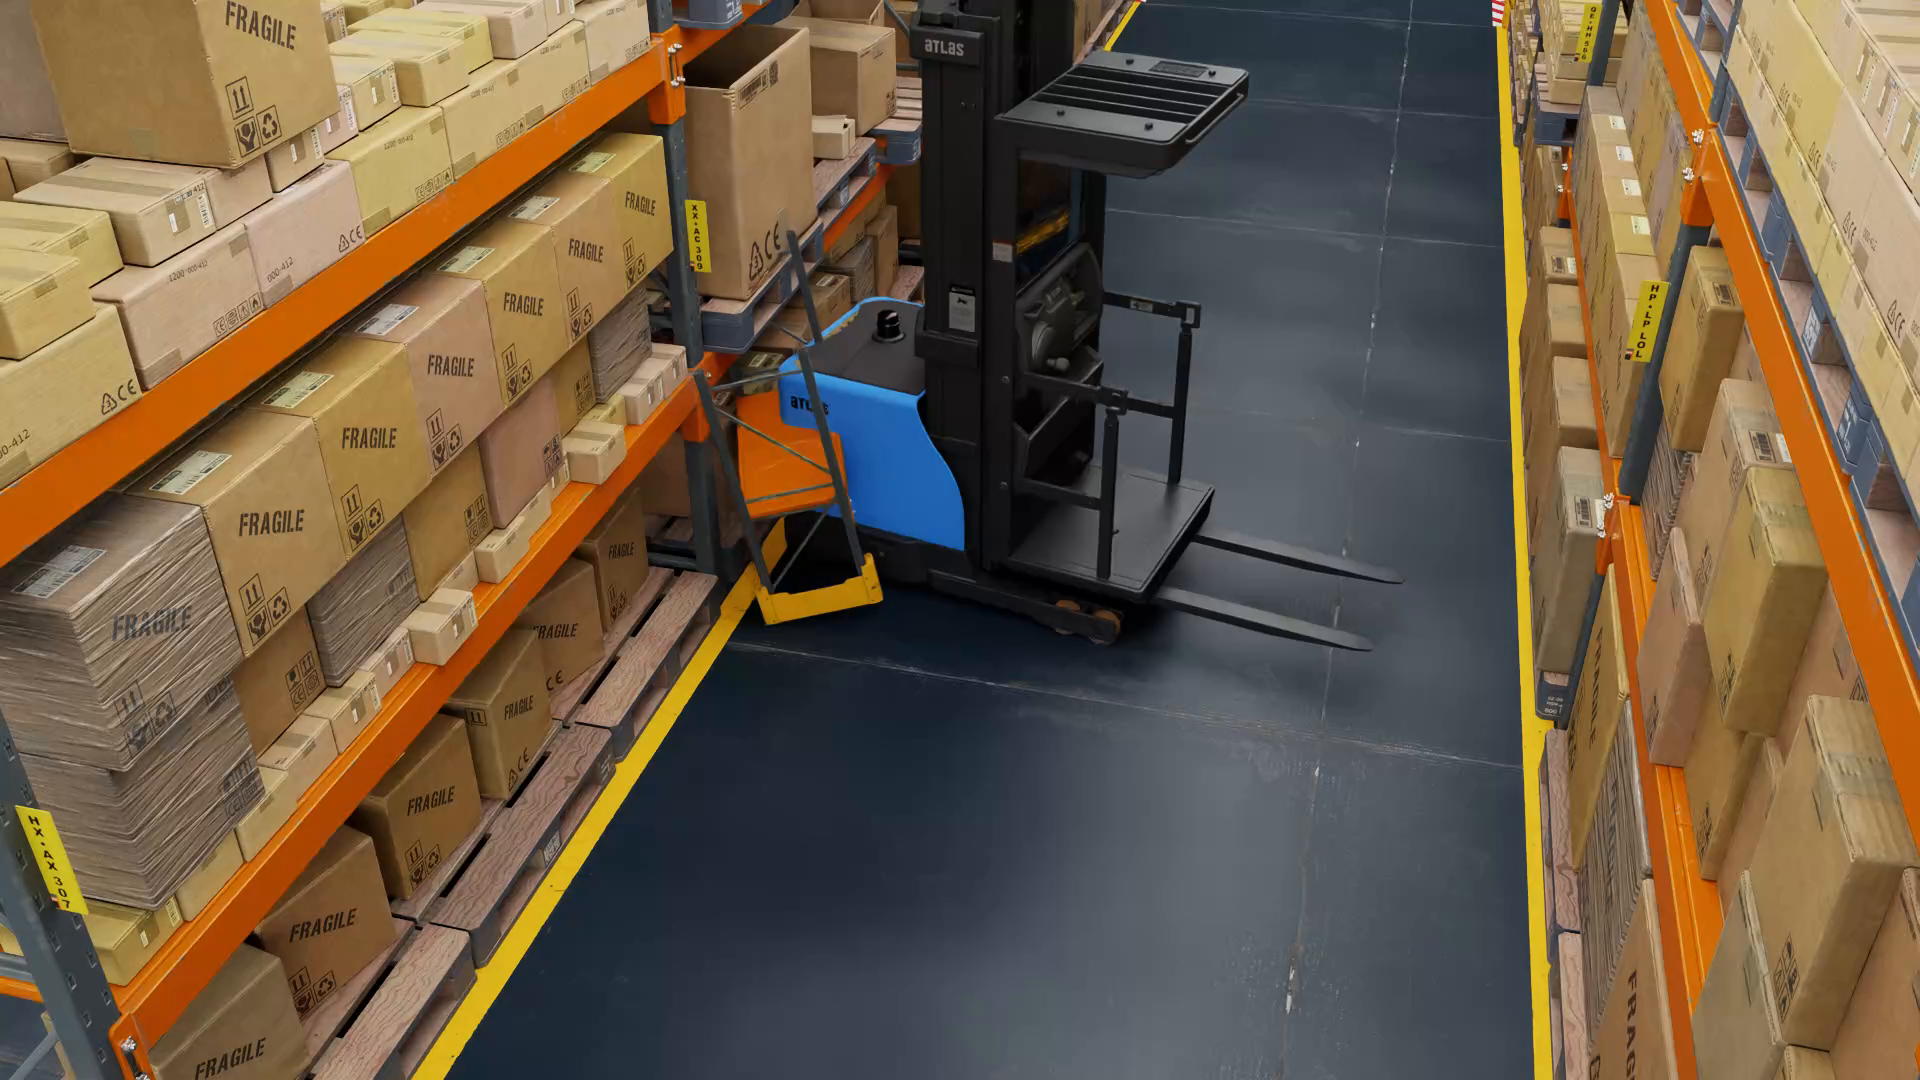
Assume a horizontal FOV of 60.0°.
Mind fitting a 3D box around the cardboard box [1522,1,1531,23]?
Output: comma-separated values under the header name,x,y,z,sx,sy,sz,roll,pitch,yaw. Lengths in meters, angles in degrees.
name,x,y,z,sx,sy,sz,roll,pitch,yaw
cardboard box,5.374,-4.835,15.272,0.380,0.149,0.250,9,33,13

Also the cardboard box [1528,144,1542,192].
name,x,y,z,sx,sy,sz,roll,pitch,yaw
cardboard box,4.439,-2.672,12.096,0.500,0.500,0.500,9,33,13

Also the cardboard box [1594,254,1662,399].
name,x,y,z,sx,sy,sz,roll,pitch,yaw
cardboard box,3.107,-0.906,7.286,0.500,0.500,0.500,8,33,12

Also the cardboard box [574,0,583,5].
name,x,y,z,sx,sy,sz,roll,pitch,yaw
cardboard box,-1.626,-2.059,6.165,0.380,0.149,0.250,8,33,13

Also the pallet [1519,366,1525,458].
name,x,y,z,sx,sy,sz,roll,pitch,yaw
pallet,3.847,-0.795,9.803,1.003,0.211,1.213,8,33,12

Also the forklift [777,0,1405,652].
name,x,y,z,sx,sy,sz,roll,pitch,yaw
forklift,0.649,-1.061,7.686,3.031,2.935,1.130,15,35,22

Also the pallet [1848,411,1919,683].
name,x,y,z,sx,sy,sz,roll,pitch,yaw
pallet,2.268,0.166,2.979,1.003,0.211,1.213,8,33,12

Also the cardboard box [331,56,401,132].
name,x,y,z,sx,sy,sz,roll,pitch,yaw
cardboard box,-1.953,-1.373,5.085,0.380,0.149,0.250,7,33,11

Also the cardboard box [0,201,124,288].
name,x,y,z,sx,sy,sz,roll,pitch,yaw
cardboard box,-2.284,-0.698,4.024,0.380,0.149,0.250,7,33,12

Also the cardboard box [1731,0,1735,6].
name,x,y,z,sx,sy,sz,roll,pitch,yaw
cardboard box,3.130,-2.105,6.124,0.500,0.250,0.500,8,33,13

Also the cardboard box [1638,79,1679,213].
name,x,y,z,sx,sy,sz,roll,pitch,yaw
cardboard box,3.612,-1.808,7.773,0.700,0.500,0.500,8,33,12

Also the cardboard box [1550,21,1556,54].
name,x,y,z,sx,sy,sz,roll,pitch,yaw
cardboard box,3.935,-3.161,10.492,0.380,0.149,0.250,9,33,14

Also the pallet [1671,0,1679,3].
name,x,y,z,sx,sy,sz,roll,pitch,yaw
pallet,3.727,-2.634,7.478,1.003,0.211,1.213,10,34,15

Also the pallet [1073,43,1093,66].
name,x,y,z,sx,sy,sz,roll,pitch,yaw
pallet,0.632,-4.381,15.444,1.003,0.211,1.213,8,33,12

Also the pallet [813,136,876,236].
name,x,y,z,sx,sy,sz,roll,pitch,yaw
pallet,-1.115,-1.984,9.254,1.003,0.211,1.213,8,33,12

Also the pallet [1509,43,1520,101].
name,x,y,z,sx,sy,sz,roll,pitch,yaw
pallet,5.579,-4.257,15.250,1.003,0.211,1.213,8,33,12

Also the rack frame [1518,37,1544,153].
name,x,y,z,sx,sy,sz,roll,pitch,yaw
rack frame,5.135,-4.446,12.947,1.000,3.000,0.127,8,33,12

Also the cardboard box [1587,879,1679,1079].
name,x,y,z,sx,sy,sz,roll,pitch,yaw
cardboard box,2.419,1.683,4.896,0.875,0.875,0.875,8,33,12

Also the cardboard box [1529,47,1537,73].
name,x,y,z,sx,sy,sz,roll,pitch,yaw
cardboard box,5.000,-4.029,14.003,0.380,0.149,0.250,8,33,13

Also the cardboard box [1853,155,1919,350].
name,x,y,z,sx,sy,sz,roll,pitch,yaw
cardboard box,2.200,-0.578,3.445,0.500,0.250,0.500,8,33,12

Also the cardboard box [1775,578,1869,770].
name,x,y,z,sx,sy,sz,roll,pitch,yaw
cardboard box,2.545,0.505,4.013,0.875,0.550,0.550,8,33,12

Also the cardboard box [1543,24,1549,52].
name,x,y,z,sx,sy,sz,roll,pitch,yaw
cardboard box,4.064,-3.291,10.973,0.380,0.149,0.250,7,33,10

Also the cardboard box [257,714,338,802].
name,x,y,z,sx,sy,sz,roll,pitch,yaw
cardboard box,-2.176,0.657,5.155,0.380,0.149,0.250,8,33,12

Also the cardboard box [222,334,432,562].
name,x,y,z,sx,sy,sz,roll,pitch,yaw
cardboard box,-2.020,-0.303,5.128,0.500,0.500,0.500,8,33,12

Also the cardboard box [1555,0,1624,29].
name,x,y,z,sx,sy,sz,roll,pitch,yaw
cardboard box,3.933,-3.275,10.394,0.380,0.149,0.250,9,34,14

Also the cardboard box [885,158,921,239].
name,x,y,z,sx,sy,sz,roll,pitch,yaw
cardboard box,-0.457,-2.734,11.843,1.225,0.875,0.875,7,33,10

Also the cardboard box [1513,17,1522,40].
name,x,y,z,sx,sy,sz,roll,pitch,yaw
cardboard box,5.493,-4.873,15.885,0.380,0.149,0.250,8,33,13

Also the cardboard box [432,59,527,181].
name,x,y,z,sx,sy,sz,roll,pitch,yaw
cardboard box,-1.797,-1.418,5.528,0.500,0.250,0.500,8,33,12

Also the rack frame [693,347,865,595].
name,x,y,z,sx,sy,sz,roll,pitch,yaw
rack frame,-0.782,-0.212,7.616,0.500,1.500,0.032,-12,41,0

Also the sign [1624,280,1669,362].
name,x,y,z,sx,sy,sz,roll,pitch,yaw
sign,2.578,-0.818,6.236,0.100,0.325,0.005,8,33,12

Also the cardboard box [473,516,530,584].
name,x,y,z,sx,sy,sz,roll,pitch,yaw
cardboard box,-1.832,0.012,6.170,0.380,0.149,0.250,8,33,12

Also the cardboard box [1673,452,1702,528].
name,x,y,z,sx,sy,sz,roll,pitch,yaw
cardboard box,2.905,0.124,5.619,0.875,0.550,0.550,8,33,12

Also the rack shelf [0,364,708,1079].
name,x,y,z,sx,sy,sz,roll,pitch,yaw
rack shelf,-2.174,0.319,6.122,1.077,0.370,4.000,8,33,12

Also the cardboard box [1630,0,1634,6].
name,x,y,z,sx,sy,sz,roll,pitch,yaw
cardboard box,5.032,-3.890,11.916,0.380,0.149,0.250,6,33,10

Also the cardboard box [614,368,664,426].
name,x,y,z,sx,sy,sz,roll,pitch,yaw
cardboard box,-1.510,-0.636,7.189,0.380,0.149,0.250,8,33,12

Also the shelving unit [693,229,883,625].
name,x,y,z,sx,sy,sz,roll,pitch,yaw
shelving unit,-0.847,-0.543,8.008,0.587,1.500,1.083,-12,41,0

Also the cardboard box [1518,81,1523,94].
name,x,y,z,sx,sy,sz,roll,pitch,yaw
cardboard box,5.057,-3.939,14.416,0.380,0.149,0.250,7,33,11

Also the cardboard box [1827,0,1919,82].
name,x,y,z,sx,sy,sz,roll,pitch,yaw
cardboard box,2.362,-1.207,4.063,0.380,0.149,0.250,8,33,12

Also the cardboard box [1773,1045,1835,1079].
name,x,y,z,sx,sy,sz,roll,pitch,yaw
cardboard box,2.140,1.519,3.424,0.875,0.550,0.550,8,33,12

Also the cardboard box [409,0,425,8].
name,x,y,z,sx,sy,sz,roll,pitch,yaw
cardboard box,-2.139,-1.980,6.042,0.380,0.149,0.250,8,33,13

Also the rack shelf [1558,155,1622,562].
name,x,y,z,sx,sy,sz,roll,pitch,yaw
rack shelf,3.613,-1.029,8.243,1.077,0.370,4.000,8,33,12

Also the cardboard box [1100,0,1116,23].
name,x,y,z,sx,sy,sz,roll,pitch,yaw
cardboard box,1.062,-5.715,16.532,0.875,0.875,0.875,8,33,12

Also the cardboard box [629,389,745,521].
name,x,y,z,sx,sy,sz,roll,pitch,yaw
cardboard box,-1.490,-0.469,8.611,0.700,0.500,0.500,6,33,9

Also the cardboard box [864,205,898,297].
name,x,y,z,sx,sy,sz,roll,pitch,yaw
cardboard box,-0.803,-1.878,10.828,0.700,0.500,0.500,6,33,10

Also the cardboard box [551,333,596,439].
name,x,y,z,sx,sy,sz,roll,pitch,yaw
cardboard box,-2.002,-0.710,6.701,0.875,0.500,0.500,8,33,12

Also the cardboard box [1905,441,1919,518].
name,x,y,z,sx,sy,sz,roll,pitch,yaw
cardboard box,1.976,-0.081,3.035,0.380,0.149,0.250,9,33,13

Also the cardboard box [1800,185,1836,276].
name,x,y,z,sx,sy,sz,roll,pitch,yaw
cardboard box,2.298,-0.742,4.074,0.380,0.149,0.250,8,33,13

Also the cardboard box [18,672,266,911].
name,x,y,z,sx,sy,sz,roll,pitch,yaw
cardboard box,-2.516,0.604,4.633,0.875,0.500,0.500,8,33,12

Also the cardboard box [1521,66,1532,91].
name,x,y,z,sx,sy,sz,roll,pitch,yaw
cardboard box,4.964,-3.894,14.069,0.380,0.149,0.250,6,33,10

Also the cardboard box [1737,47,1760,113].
name,x,y,z,sx,sy,sz,roll,pitch,yaw
cardboard box,2.620,-1.396,5.104,0.380,0.149,0.250,8,33,13

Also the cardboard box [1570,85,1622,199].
name,x,y,z,sx,sy,sz,roll,pitch,yaw
cardboard box,3.745,-2.216,9.347,0.500,0.500,0.500,8,33,13

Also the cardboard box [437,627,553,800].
name,x,y,z,sx,sy,sz,roll,pitch,yaw
cardboard box,-2.027,0.689,6.809,0.500,0.500,0.500,5,33,8
